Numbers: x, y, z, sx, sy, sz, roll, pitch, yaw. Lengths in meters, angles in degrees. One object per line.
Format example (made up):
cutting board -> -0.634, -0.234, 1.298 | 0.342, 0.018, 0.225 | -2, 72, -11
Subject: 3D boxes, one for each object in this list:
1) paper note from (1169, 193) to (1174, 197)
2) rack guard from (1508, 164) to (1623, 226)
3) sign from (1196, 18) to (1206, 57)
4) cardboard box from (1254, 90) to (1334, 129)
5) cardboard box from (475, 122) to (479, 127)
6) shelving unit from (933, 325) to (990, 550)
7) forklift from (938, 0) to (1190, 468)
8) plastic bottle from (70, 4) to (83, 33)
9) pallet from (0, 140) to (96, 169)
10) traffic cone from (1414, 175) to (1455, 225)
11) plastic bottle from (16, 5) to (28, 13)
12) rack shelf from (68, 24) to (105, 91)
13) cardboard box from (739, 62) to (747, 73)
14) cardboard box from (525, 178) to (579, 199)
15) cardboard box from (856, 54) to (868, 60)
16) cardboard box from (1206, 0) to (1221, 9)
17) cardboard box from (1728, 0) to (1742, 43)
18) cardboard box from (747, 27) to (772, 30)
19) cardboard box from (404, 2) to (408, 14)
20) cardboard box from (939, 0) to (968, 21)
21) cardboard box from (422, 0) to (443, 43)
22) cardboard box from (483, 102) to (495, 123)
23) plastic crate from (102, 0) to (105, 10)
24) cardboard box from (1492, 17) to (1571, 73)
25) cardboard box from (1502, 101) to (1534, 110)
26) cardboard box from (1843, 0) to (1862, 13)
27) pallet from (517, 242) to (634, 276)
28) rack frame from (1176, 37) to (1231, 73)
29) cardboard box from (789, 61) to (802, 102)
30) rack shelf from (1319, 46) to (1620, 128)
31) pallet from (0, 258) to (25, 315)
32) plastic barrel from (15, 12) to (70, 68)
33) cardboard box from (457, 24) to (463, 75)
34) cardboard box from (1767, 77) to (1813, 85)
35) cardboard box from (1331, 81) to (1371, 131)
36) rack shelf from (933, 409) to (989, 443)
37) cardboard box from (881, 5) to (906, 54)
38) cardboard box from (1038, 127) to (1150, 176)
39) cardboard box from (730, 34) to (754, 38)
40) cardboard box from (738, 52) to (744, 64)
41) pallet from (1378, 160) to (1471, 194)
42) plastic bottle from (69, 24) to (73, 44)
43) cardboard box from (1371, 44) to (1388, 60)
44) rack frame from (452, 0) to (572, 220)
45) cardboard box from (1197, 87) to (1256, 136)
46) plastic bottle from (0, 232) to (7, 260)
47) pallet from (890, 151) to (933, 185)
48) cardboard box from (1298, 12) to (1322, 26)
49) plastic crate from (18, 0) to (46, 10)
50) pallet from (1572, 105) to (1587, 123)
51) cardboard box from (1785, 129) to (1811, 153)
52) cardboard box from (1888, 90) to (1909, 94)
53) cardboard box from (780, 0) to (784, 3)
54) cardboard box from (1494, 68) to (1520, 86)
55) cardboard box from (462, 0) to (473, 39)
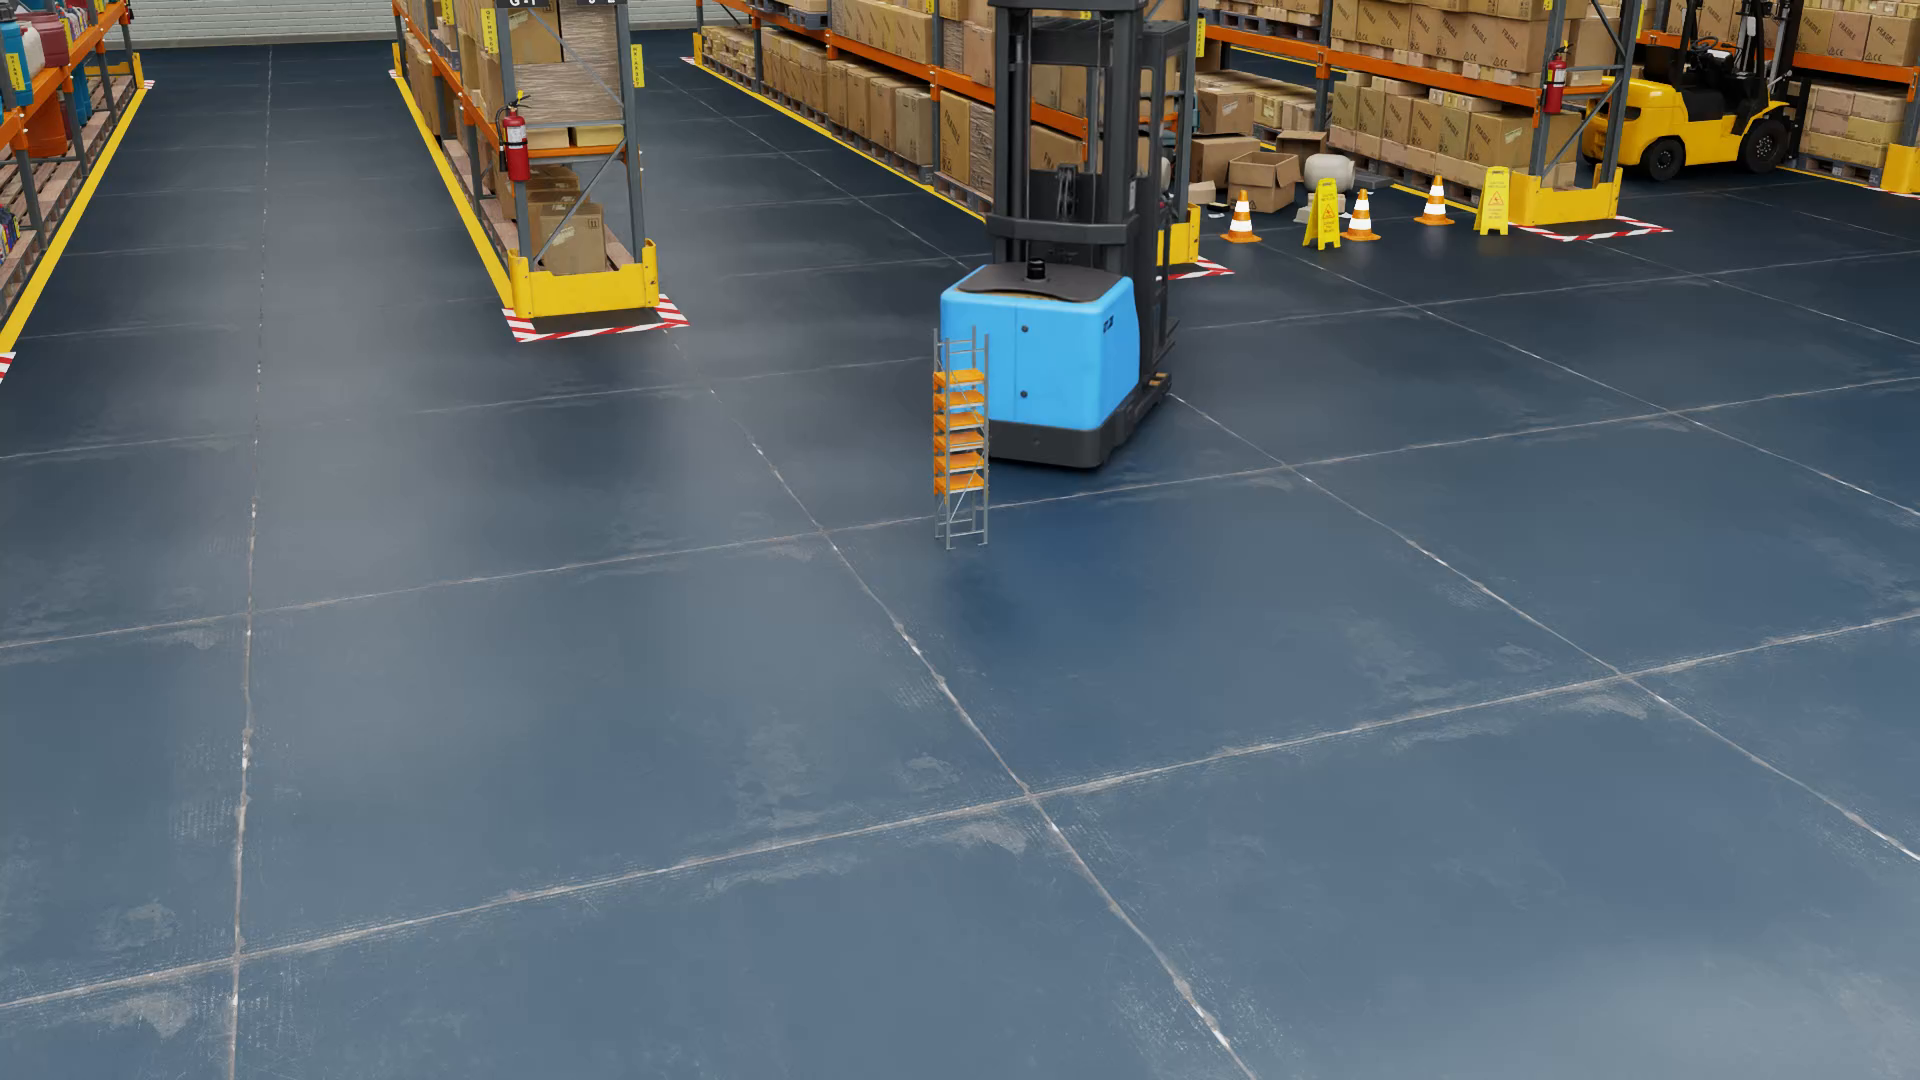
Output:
paper note -> 2.377, -3.775, 18.178 | 0.172, 0.023, 0.155 | 0, 23, -1
rack guard -> 6.167, -3.527, 16.976 | 1.175, 0.500, 0.348 | -8, 24, -19
sign -> 2.120, -4.445, 14.718 | 0.100, 0.325, 0.005 | -8, 24, -19
cardboard box -> 4.336, -5.539, 21.372 | 0.950, 0.372, 0.625 | -7, 24, -16
cardboard box -> -5.036, -4.401, 18.483 | 0.700, 0.500, 0.500 | -11, 25, -24
shelving unit -> 0.005, -0.548, 9.004 | 0.258, 1.200, 0.189 | -8, 24, -19
forklift -> 0.844, -2.332, 11.009 | 1.130, 2.935, 3.031 | 8, 24, 18
plastic bottle -> -11.320, -6.661, 21.255 | 0.144, 0.351, 0.185 | -8, 24, -19
pallet -> -10.855, -4.515, 19.691 | 1.003, 0.211, 1.213 | -8, 24, -19
traffic cone -> 4.835, -3.462, 16.868 | 0.336, 0.463, 0.334 | -8, 24, -19
plastic bottle -> -12.115, -6.763, 21.497 | 0.144, 0.351, 0.185 | -8, 24, -19
rack shelf -> -11.244, -5.914, 20.347 | 1.077, 0.370, 4.000 | -8, 24, -19
cardboard box -> -3.265, -7.465, 26.228 | 0.380, 0.149, 0.250 | -9, 25, -21
cardboard box -> -3.729, -3.005, 15.196 | 0.500, 0.500, 0.500 | -6, 24, -14
cardboard box -> -1.245, -6.514, 22.554 | 0.500, 0.250, 0.500 | -9, 25, -21
cardboard box -> 3.508, -7.177, 22.198 | 0.380, 0.149, 0.250 | -8, 24, -19
cardboard box -> 9.715, -6.266, 20.125 | 0.500, 0.500, 0.500 | -9, 24, -20
cardboard box -> -3.384, -8.570, 28.085 | 0.380, 0.149, 0.250 | -9, 24, -20
cardboard box -> -7.731, -7.602, 23.748 | 0.380, 0.149, 0.250 | -8, 24, -19
cardboard box -> 0.283, -5.817, 17.606 | 0.875, 0.550, 0.550 | -8, 24, -19
cardboard box -> -6.310, -6.390, 20.421 | 0.500, 0.500, 0.500 | -8, 24, -17
cardboard box -> -4.000, -3.782, 14.685 | 0.380, 0.149, 0.250 | -8, 24, -19
plastic crate -> -12.398, -7.666, 23.713 | 0.416, 0.233, 0.300 | -8, 24, -19
cardboard box -> 5.744, -4.994, 16.726 | 0.500, 0.500, 0.500 | -9, 24, -20
cardboard box -> 5.970, -4.453, 17.986 | 0.500, 0.500, 0.500 | -9, 25, -21
cardboard box -> 10.222, -6.050, 18.777 | 0.380, 0.149, 0.250 | -9, 24, -19
pallet -> -3.358, -2.335, 14.517 | 1.003, 0.211, 1.213 | -8, 24, -19
rack frame -> 3.367, -7.559, 23.321 | 1.000, 3.000, 0.127 | -8, 24, -19
cardboard box -> -2.087, -6.467, 23.408 | 0.500, 0.500, 0.500 | -9, 25, -21
rack shelf -> 5.487, -5.047, 18.288 | 1.077, 0.370, 4.000 | -8, 24, -19
pallet -> -8.491, -2.087, 13.930 | 1.003, 0.211, 1.213 | -8, 24, -19
plastic barrel -> -10.090, -5.455, 18.155 | 0.600, 0.536, 0.708 | -8, 24, -19
cardboard box -> -4.389, -4.757, 16.162 | 0.875, 0.500, 0.500 | -8, 24, -19
cardboard box -> 9.836, -5.398, 19.907 | 0.500, 0.250, 0.500 | -9, 24, -20
cardboard box -> 4.736, -5.126, 19.583 | 0.500, 0.500, 0.500 | -7, 24, -16
rack shelf -> 0.005, -0.617, 8.975 | 0.258, 0.103, 0.180 | -8, 24, -19
cardboard box -> -0.606, -5.955, 19.389 | 0.500, 0.500, 0.500 | -8, 24, -18
cardboard box -> 1.297, -3.388, 15.620 | 0.875, 0.875, 0.875 | -8, 24, -19
cardboard box -> -3.525, -8.113, 27.000 | 0.380, 0.149, 0.250 | -8, 24, -19
cardboard box -> -3.268, -7.575, 26.108 | 0.380, 0.149, 0.250 | -9, 25, -21
pallet -> 5.486, -4.137, 18.794 | 1.003, 0.211, 1.213 | -8, 24, -19
plastic bottle -> -10.878, -6.168, 20.181 | 0.152, 0.276, 0.135 | -8, 24, -19
cardboard box -> 4.907, -5.559, 18.901 | 0.380, 0.149, 0.250 | -8, 24, -17
rack frame -> -4.491, -4.745, 16.647 | 1.000, 3.000, 0.127 | -8, 24, -19
cardboard box -> 3.126, -5.047, 19.606 | 0.500, 0.500, 0.500 | -8, 24, -19
plastic bottle -> -8.391, -2.572, 14.431 | 0.152, 0.276, 0.135 | -8, 24, -18
pallet -> -0.158, -4.374, 19.357 | 1.003, 0.211, 1.213 | -8, 24, -19
cardboard box -> 4.340, -6.332, 20.194 | 0.380, 0.149, 0.250 | -8, 24, -18
plastic crate -> -12.434, -7.116, 22.214 | 0.392, 0.384, 0.575 | -8, 24, -19
pallet -> 9.126, -5.765, 22.656 | 1.003, 0.211, 1.213 | -8, 24, -19
cardboard box -> 10.039, -4.753, 19.664 | 0.500, 0.250, 0.500 | -8, 24, -18
cardboard box -> 10.843, -4.922, 18.778 | 0.500, 0.250, 0.500 | -9, 24, -20
cardboard box -> -2.280, -7.503, 22.973 | 0.380, 0.149, 0.250 | -8, 24, -17
cardboard box -> 5.668, -4.719, 16.908 | 0.380, 0.149, 0.250 | -9, 24, -20
cardboard box -> -4.215, -4.828, 15.043 | 0.500, 0.500, 0.500 | -8, 24, -19
